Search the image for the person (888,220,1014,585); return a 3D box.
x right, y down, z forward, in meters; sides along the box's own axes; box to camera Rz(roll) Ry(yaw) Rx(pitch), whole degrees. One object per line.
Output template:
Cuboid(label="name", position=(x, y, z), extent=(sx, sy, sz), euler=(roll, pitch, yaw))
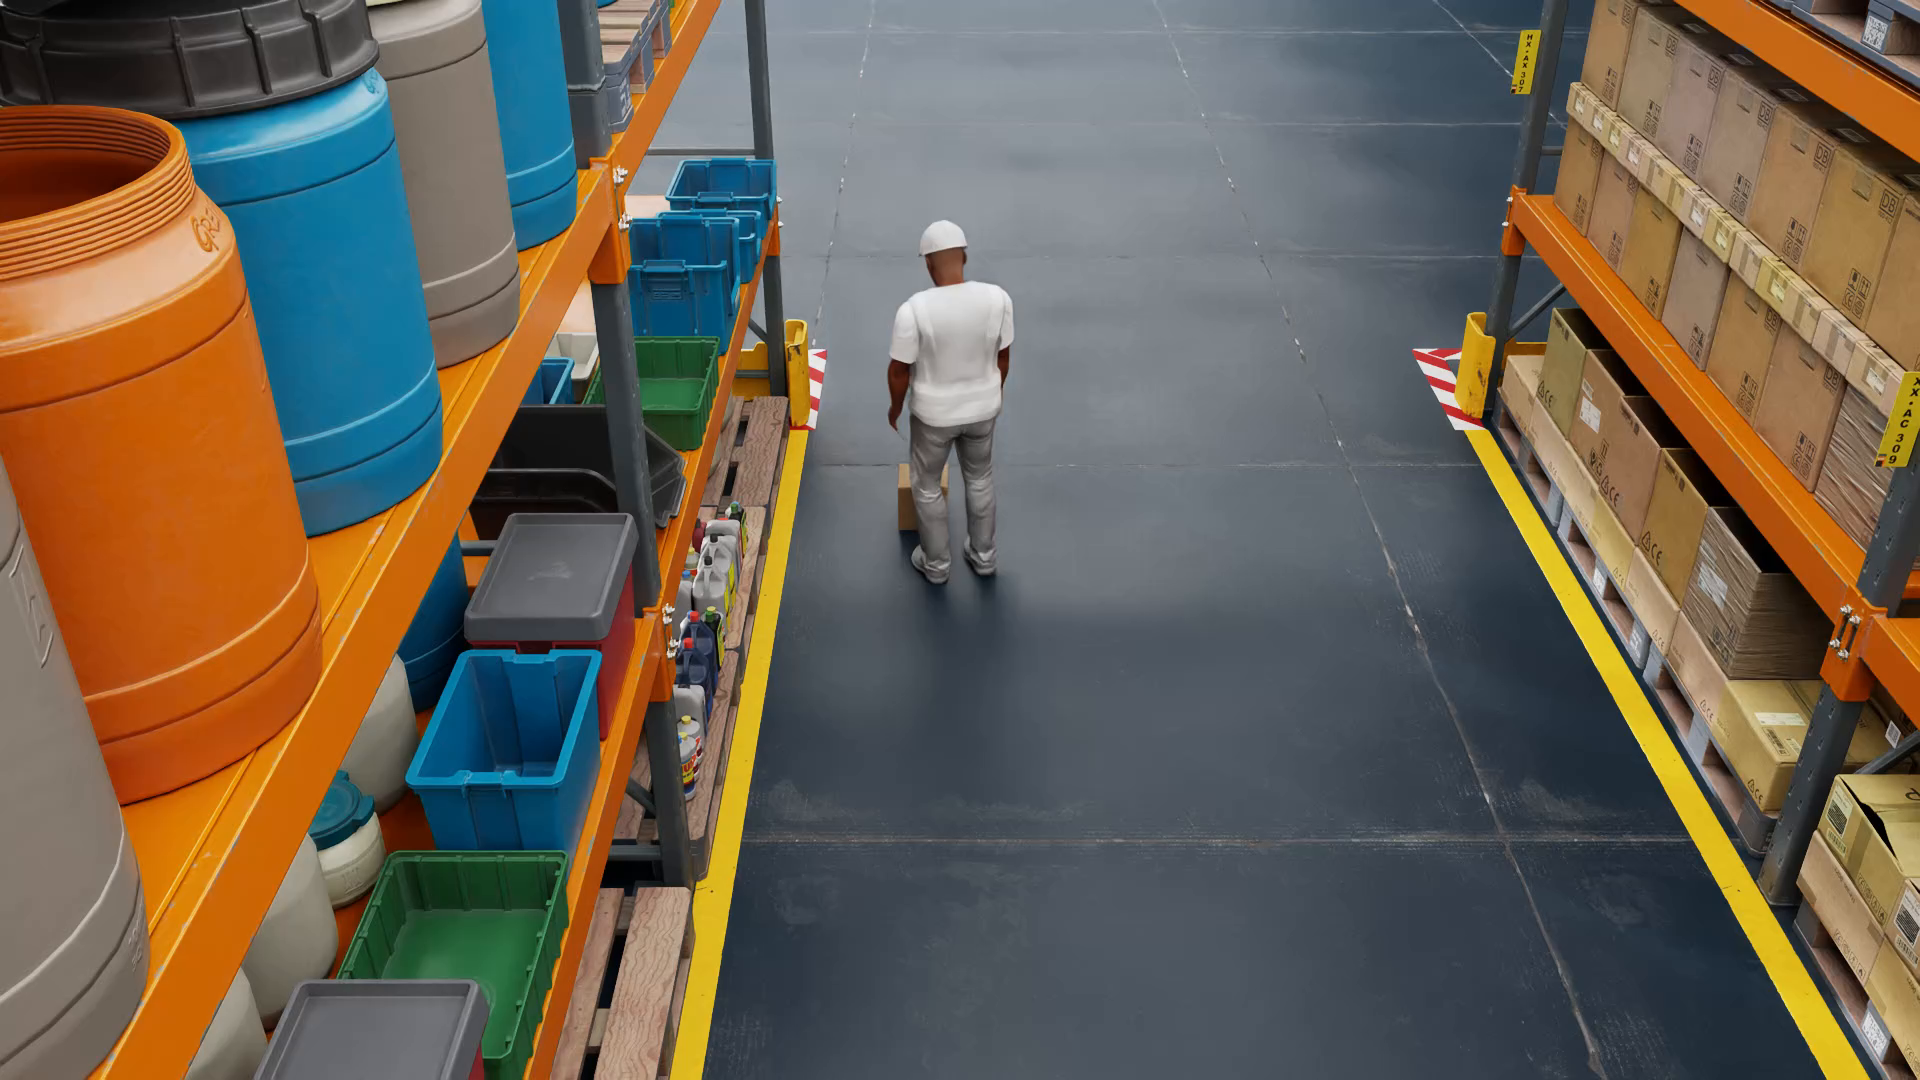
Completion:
Cuboid(label="person", position=(-0.052, -0.614, 7.643), extent=(0.578, 1.746, 0.396), euler=(-10, 33, -15))
